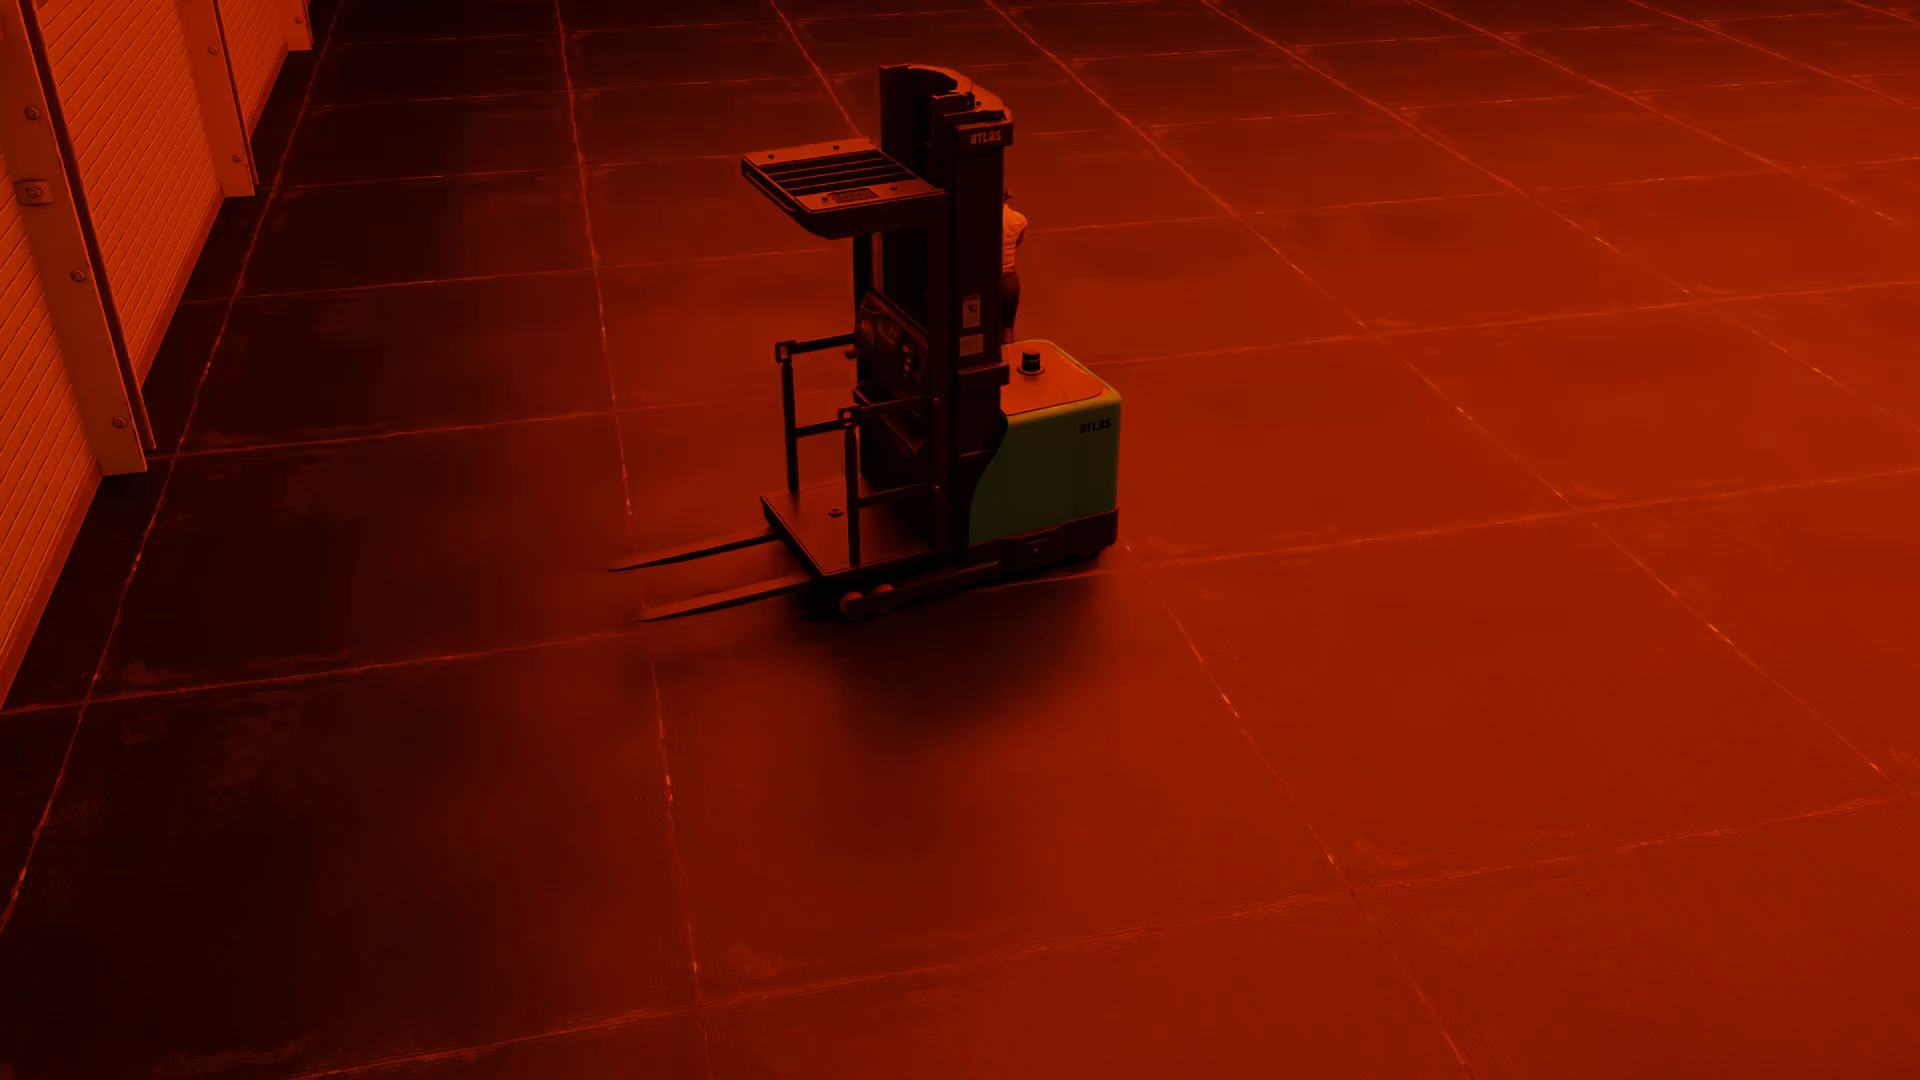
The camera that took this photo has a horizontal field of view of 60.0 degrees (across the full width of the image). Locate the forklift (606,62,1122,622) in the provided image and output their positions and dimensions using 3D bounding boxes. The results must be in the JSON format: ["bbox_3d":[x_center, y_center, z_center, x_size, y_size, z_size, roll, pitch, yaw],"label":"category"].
[{"bbox_3d":[-0.578,-1.100,9.475,3.031,2.935,1.130,-14,33,-22],"label":"forklift"}]

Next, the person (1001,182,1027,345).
[{"bbox_3d":[0.251,-1.862,12.189,0.518,1.631,0.851,-9,31,-15],"label":"person"}]
